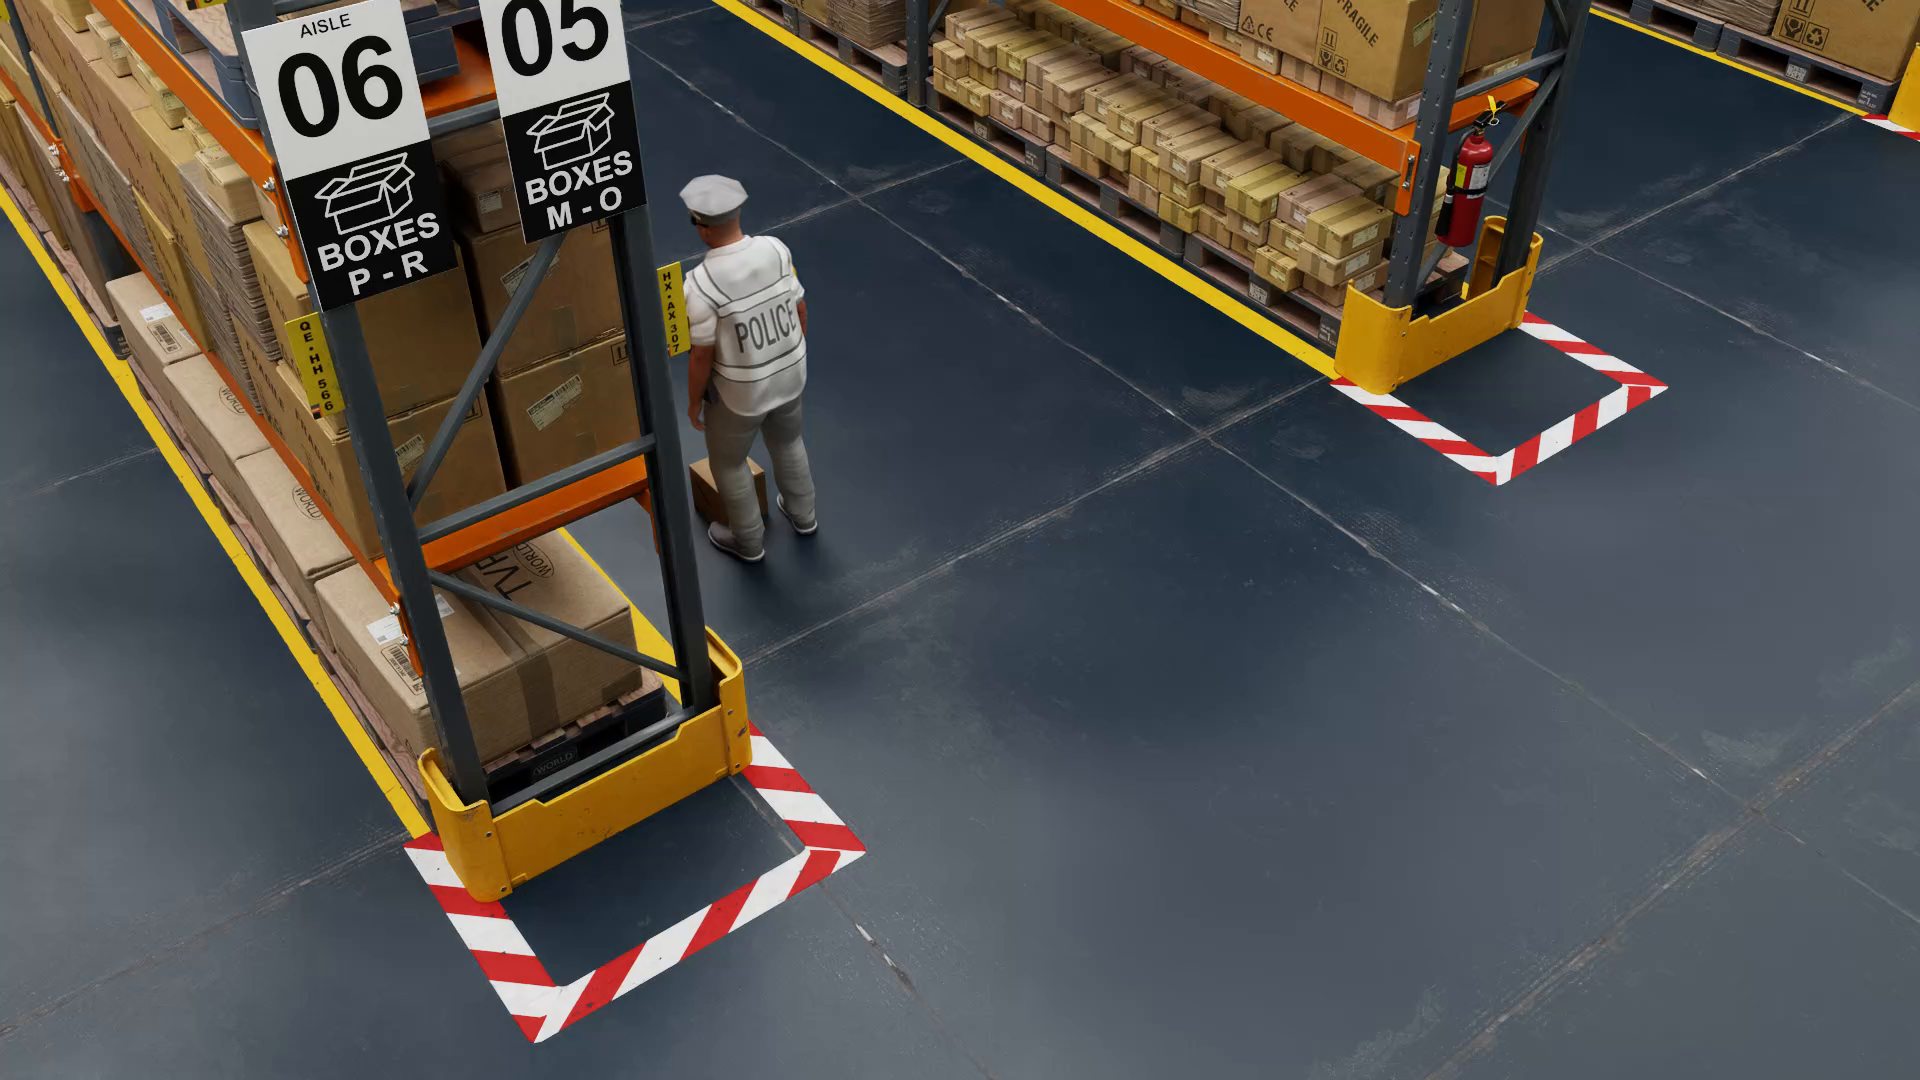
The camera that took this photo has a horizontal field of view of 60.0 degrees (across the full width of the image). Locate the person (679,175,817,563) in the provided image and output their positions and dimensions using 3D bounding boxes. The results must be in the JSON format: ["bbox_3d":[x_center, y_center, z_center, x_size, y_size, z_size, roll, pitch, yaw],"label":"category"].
[{"bbox_3d":[-0.873,-0.667,6.948,0.602,1.744,0.440,-29,48,-30],"label":"person"}]
